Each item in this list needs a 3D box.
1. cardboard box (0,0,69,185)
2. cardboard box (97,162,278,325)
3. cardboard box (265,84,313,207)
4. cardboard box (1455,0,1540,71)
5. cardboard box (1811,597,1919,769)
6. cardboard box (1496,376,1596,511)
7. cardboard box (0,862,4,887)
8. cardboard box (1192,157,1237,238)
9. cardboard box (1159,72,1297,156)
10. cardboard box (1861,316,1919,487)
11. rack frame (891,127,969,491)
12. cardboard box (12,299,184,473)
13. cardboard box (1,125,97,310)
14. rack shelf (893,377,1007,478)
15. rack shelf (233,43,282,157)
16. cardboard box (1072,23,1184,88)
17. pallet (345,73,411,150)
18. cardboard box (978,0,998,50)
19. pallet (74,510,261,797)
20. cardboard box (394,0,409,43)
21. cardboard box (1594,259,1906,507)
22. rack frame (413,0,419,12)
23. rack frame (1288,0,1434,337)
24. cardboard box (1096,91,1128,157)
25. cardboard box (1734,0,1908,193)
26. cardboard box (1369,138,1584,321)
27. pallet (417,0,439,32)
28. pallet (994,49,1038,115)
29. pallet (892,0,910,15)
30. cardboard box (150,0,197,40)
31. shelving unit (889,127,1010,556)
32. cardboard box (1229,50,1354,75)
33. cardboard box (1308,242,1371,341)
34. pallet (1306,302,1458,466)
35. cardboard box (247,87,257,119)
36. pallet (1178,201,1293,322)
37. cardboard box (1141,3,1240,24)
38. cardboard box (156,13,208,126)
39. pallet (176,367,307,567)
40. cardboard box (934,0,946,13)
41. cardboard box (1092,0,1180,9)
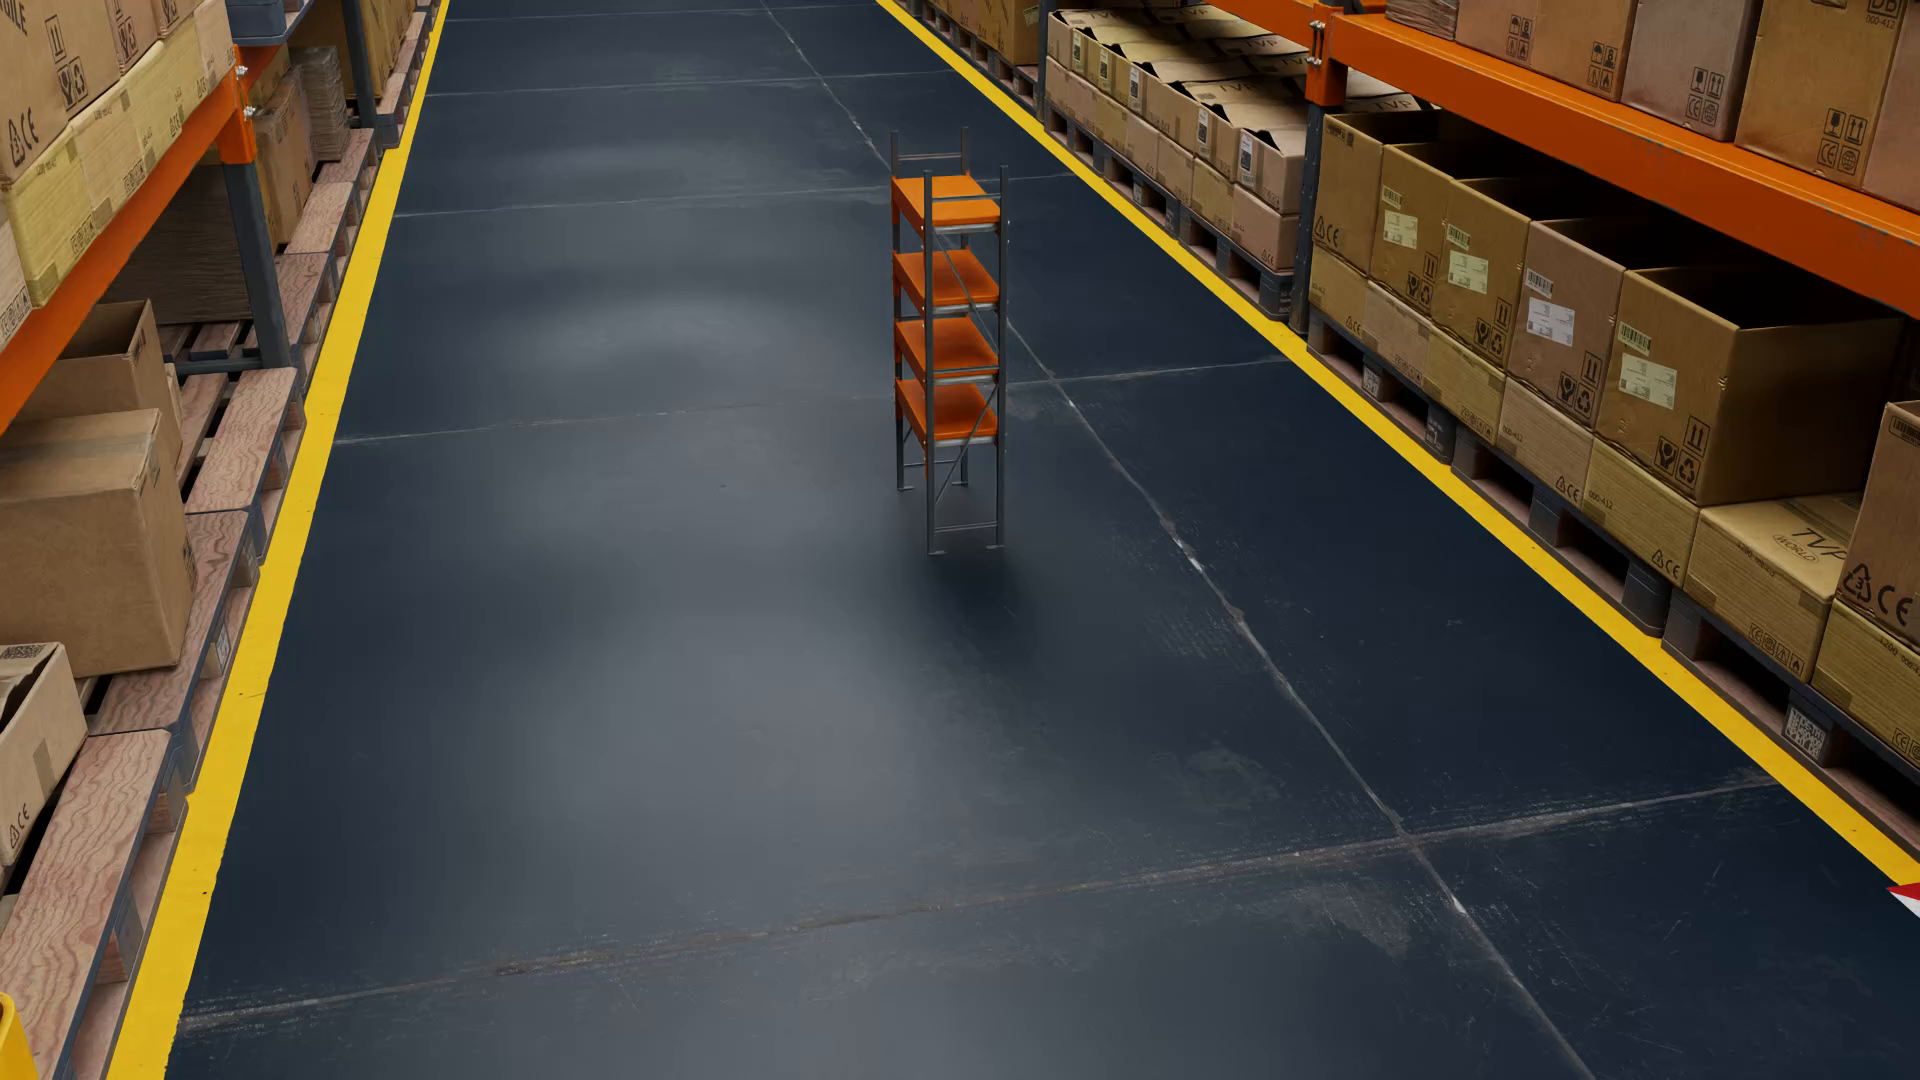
[{"bbox_3d":[-2.064,-0.963,3.141,0.500,0.500,0.500,-7,28,-13],"label":"cardboard box"},{"bbox_3d":[-3.121,-1.159,6.502,0.700,0.500,0.500,-5,27,-10],"label":"cardboard box"},{"bbox_3d":[-3.485,-1.829,7.831,0.700,0.500,0.500,-6,27,-12],"label":"cardboard box"},{"bbox_3d":[2.118,-1.881,5.537,0.700,0.500,0.500,-6,27,-12],"label":"cardboard box"},{"bbox_3d":[2.379,0.329,3.854,0.500,0.250,0.500,-6,27,-12],"label":"cardboard box"},{"bbox_3d":[2.030,-0.328,5.156,0.500,0.250,0.500,-6,27,-12],"label":"cardboard box"},{"bbox_3d":[-2.106,0.690,3.049,0.500,0.311,0.500,-9,28,-17],"label":"cardboard box"},{"bbox_3d":[1.398,-1.596,7.669,0.500,0.250,0.500,-6,27,-12],"label":"cardboard box"},{"bbox_3d":[1.283,-2.067,7.980,0.500,0.311,0.500,-6,27,-12],"label":"cardboard box"},{"bbox_3d":[2.644,-0.496,4.656,0.500,0.500,0.500,-6,27,-12],"label":"cardboard box"},{"bbox_3d":[-0.092,-0.715,5.336,0.240,1.200,0.015,-6,27,-12],"label":"rack frame"},{"bbox_3d":[-2.666,-0.386,4.971,0.500,0.500,0.500,-8,28,-15],"label":"cardboard box"},{"bbox_3d":[-2.078,-0.640,3.333,0.500,0.250,0.500,-6,27,-12],"label":"cardboard box"},{"bbox_3d":[-0.037,-0.371,5.243,0.258,0.148,0.480,-6,27,-12],"label":"rack shelf"},{"bbox_3d":[-3.390,-2.314,7.303,1.077,0.370,4.000,-6,27,-12],"label":"rack shelf"},{"bbox_3d":[0.944,-2.738,9.309,0.500,0.311,0.500,-7,28,-13],"label":"cardboard box"},{"bbox_3d":[-3.945,-2.622,10.210,1.003,0.211,1.213,-6,27,-12],"label":"pallet"},{"bbox_3d":[0.429,-3.712,11.561,0.500,0.500,0.500,-7,28,-13],"label":"cardboard box"},{"bbox_3d":[-2.475,0.316,4.390,1.003,0.211,1.213,-6,27,-12],"label":"pallet"},{"bbox_3d":[-4.265,-3.834,11.438,0.750,0.750,0.750,-5,27,-10],"label":"cardboard box"},{"bbox_3d":[2.138,-0.443,4.552,0.500,0.500,0.500,-6,27,-12],"label":"cardboard box"},{"bbox_3d":[-4.742,-5.269,12.360,1.000,3.000,0.127,-6,27,-12],"label":"rack frame"},{"bbox_3d":[1.887,-2.261,6.401,1.000,3.000,0.127,-6,27,-12],"label":"rack frame"},{"bbox_3d":[1.054,-2.269,9.003,0.500,0.250,0.500,-7,28,-13],"label":"cardboard box"},{"bbox_3d":[2.466,-1.205,4.197,0.700,0.500,0.500,-6,27,-11],"label":"cardboard box"},{"bbox_3d":[1.806,-1.102,5.858,0.500,0.500,0.500,-6,27,-12],"label":"cardboard box"},{"bbox_3d":[-4.837,-4.366,13.665,1.003,0.211,1.213,-6,27,-12],"label":"pallet"},{"bbox_3d":[0.854,-3.104,11.166,1.003,0.211,1.213,-6,27,-12],"label":"pallet"},{"bbox_3d":[-0.070,-4.830,14.585,1.003,0.211,1.213,-6,27,-12],"label":"pallet"},{"bbox_3d":[-2.413,-1.639,4.480,0.500,0.500,0.500,-6,27,-12],"label":"cardboard box"},{"bbox_3d":[-0.037,-0.608,5.124,0.258,1.200,0.503,-6,27,-12],"label":"shelving unit"},{"bbox_3d":[1.688,-2.353,8.546,0.500,0.311,0.500,-5,27,-10],"label":"cardboard box"},{"bbox_3d":[1.696,-0.987,6.462,0.500,0.250,0.500,-6,27,-12],"label":"cardboard box"},{"bbox_3d":[2.025,-0.663,6.330,1.003,0.211,1.213,-6,27,-12],"label":"pallet"},{"bbox_3d":[-3.344,-1.914,7.168,0.500,0.250,0.500,-7,28,-13],"label":"cardboard box"},{"bbox_3d":[1.683,-1.336,7.663,1.003,0.211,1.213,-6,27,-12],"label":"pallet"},{"bbox_3d":[1.343,-3.023,9.873,0.500,0.311,0.500,-5,27,-10],"label":"cardboard box"},{"bbox_3d":[-2.433,-1.302,4.645,0.500,0.250,0.500,-6,27,-11],"label":"cardboard box"},{"bbox_3d":[-2.753,-0.221,5.453,1.003,0.211,1.213,-6,27,-12],"label":"pallet"},{"bbox_3d":[0.086,-4.384,12.892,0.500,0.500,0.500,-6,27,-11],"label":"cardboard box"},{"bbox_3d":[1.161,-3.327,10.798,0.500,0.500,0.500,-5,27,-9],"label":"cardboard box"}]
